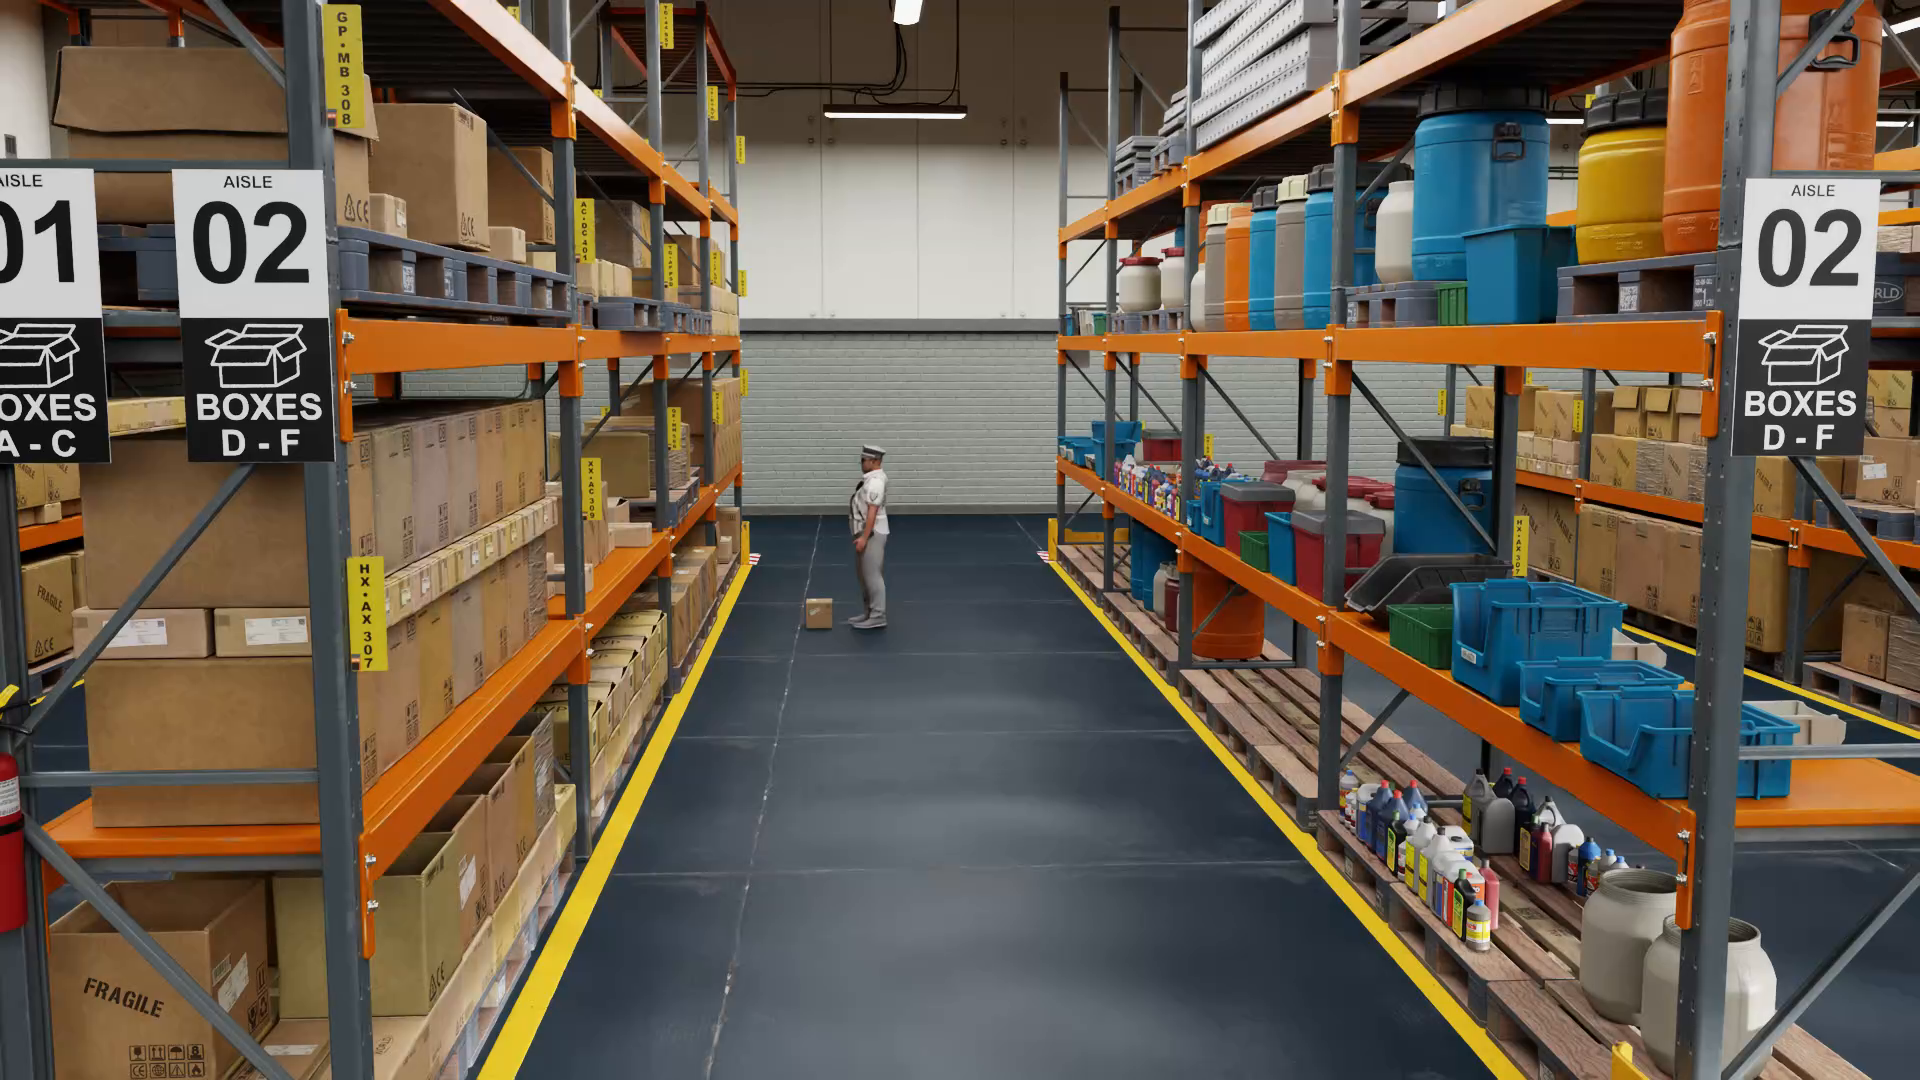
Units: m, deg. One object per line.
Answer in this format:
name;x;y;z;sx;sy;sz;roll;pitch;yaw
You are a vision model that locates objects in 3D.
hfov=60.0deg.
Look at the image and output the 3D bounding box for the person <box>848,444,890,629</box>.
person;-0.886;-0.040;16.027;0.416;1.771;0.542;0;7;-3
